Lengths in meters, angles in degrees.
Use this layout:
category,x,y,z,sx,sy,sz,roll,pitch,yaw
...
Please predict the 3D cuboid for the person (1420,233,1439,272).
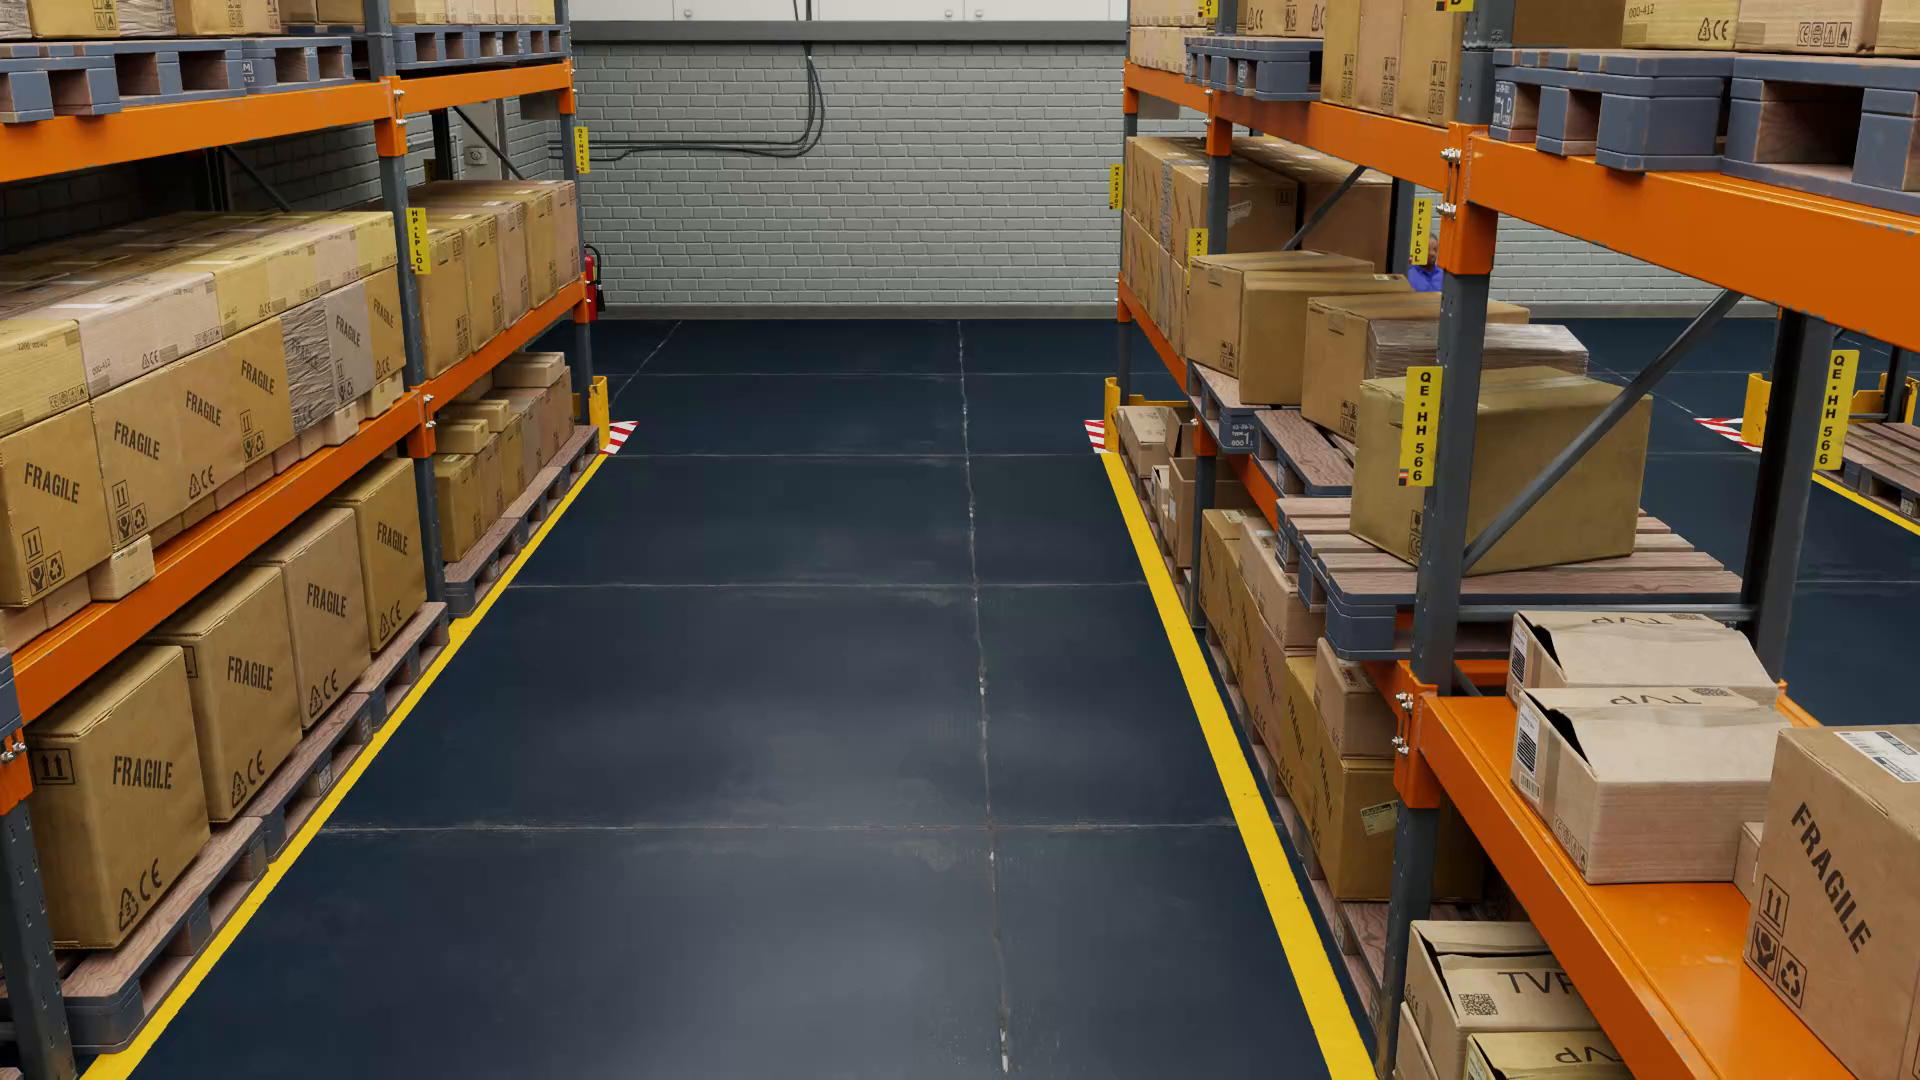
category,x,y,z,sx,sy,sz,roll,pitch,yaw
person,3.408,-1.529,12.415,0.493,1.543,0.883,-4,18,-13
